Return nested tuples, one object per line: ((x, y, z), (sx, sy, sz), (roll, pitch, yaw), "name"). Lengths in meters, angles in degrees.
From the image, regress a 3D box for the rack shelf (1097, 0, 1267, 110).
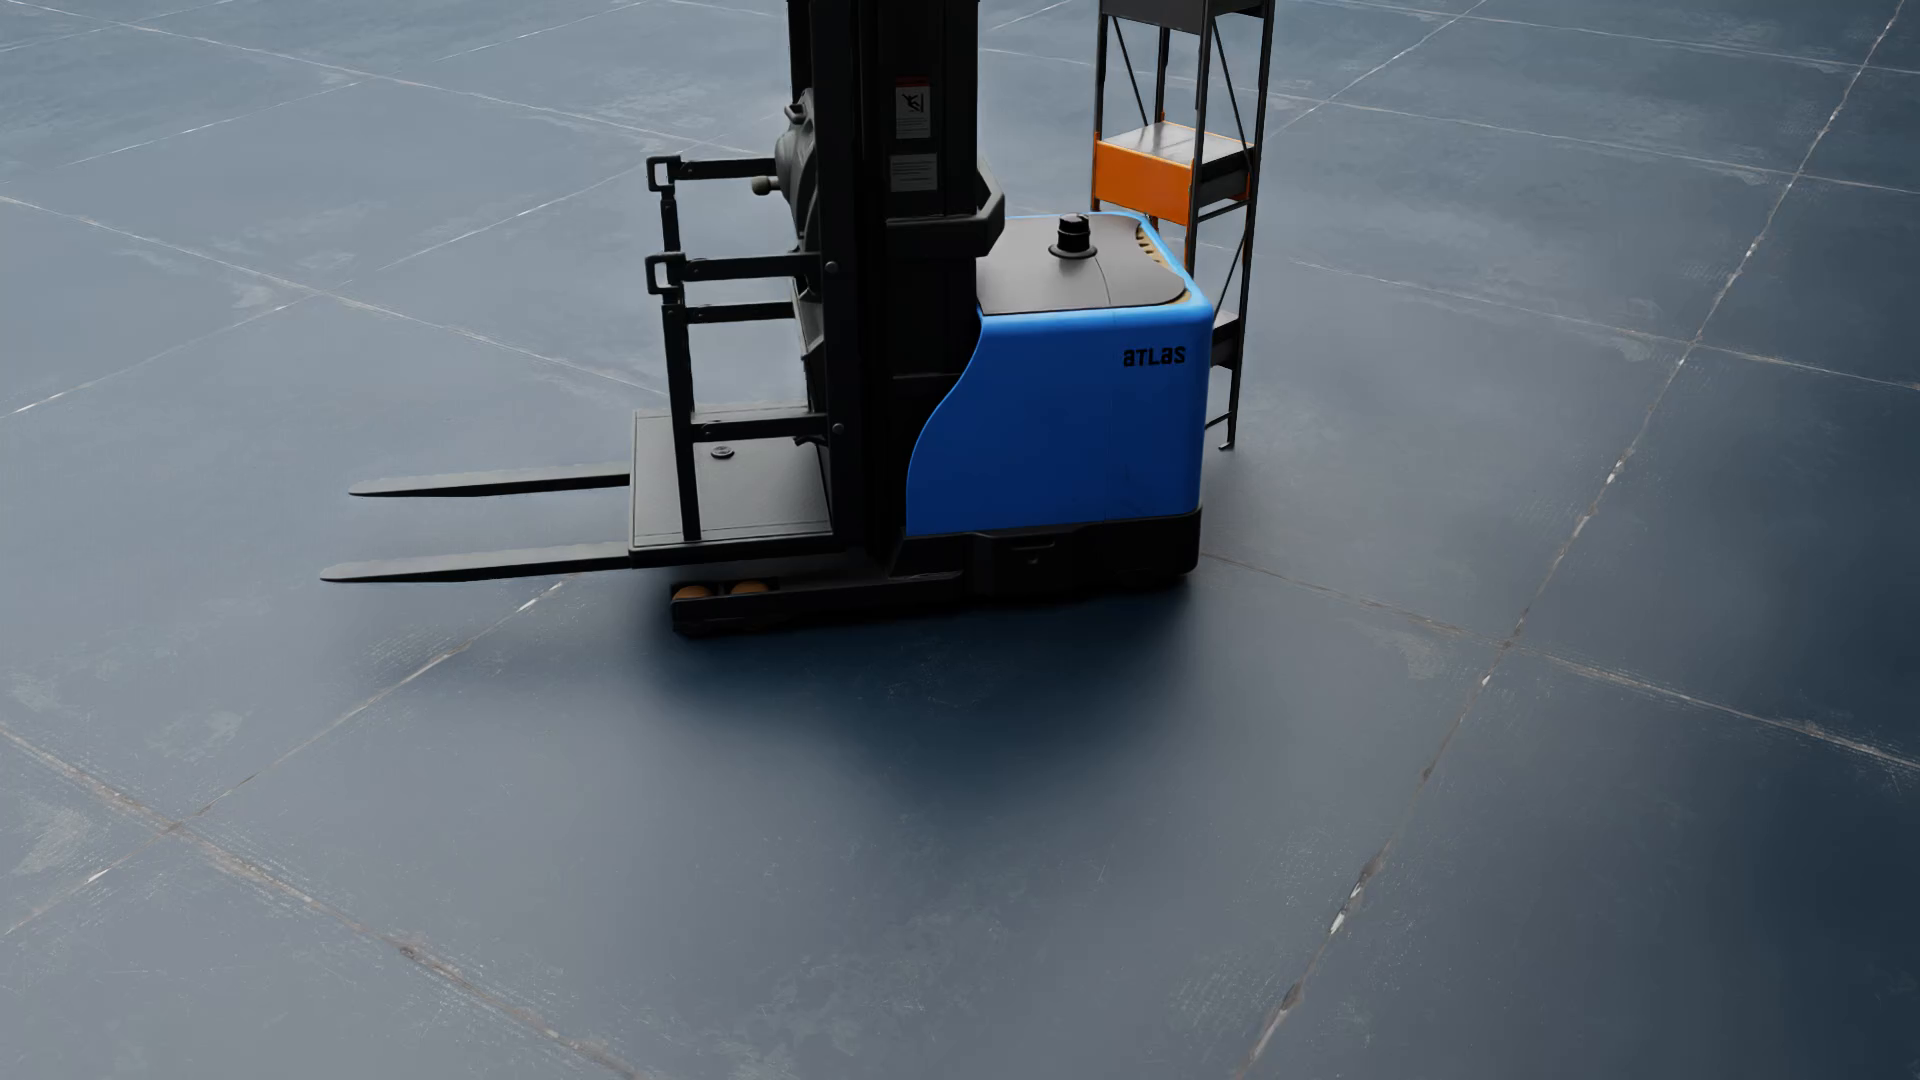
((0.828, -1.924, 6.102), (0.431, 0.518, 0.480), (-26, 39, -37), "rack shelf")

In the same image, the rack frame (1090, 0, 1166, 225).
((0.657, -1.419, 6.599), (0.400, 2.100, 0.015), (-26, 39, -37), "rack frame")

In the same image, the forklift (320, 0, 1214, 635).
((-0.708, -1.228, 5.446), (3.031, 2.935, 1.130), (-5, 31, -8), "forklift")

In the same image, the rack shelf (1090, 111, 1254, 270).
((0.828, -1.319, 6.455), (0.431, 0.518, 0.480), (-26, 39, -37), "rack shelf")

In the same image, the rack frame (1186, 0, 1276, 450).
((0.998, -1.243, 6.297), (0.400, 2.100, 0.015), (-26, 39, -37), "rack frame")

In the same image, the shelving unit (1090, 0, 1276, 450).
((0.828, -1.331, 6.448), (0.431, 2.100, 0.503), (-26, 39, -37), "shelving unit")

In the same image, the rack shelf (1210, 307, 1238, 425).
((0.828, -0.715, 6.808), (0.431, 0.518, 0.480), (-26, 39, -37), "rack shelf")
